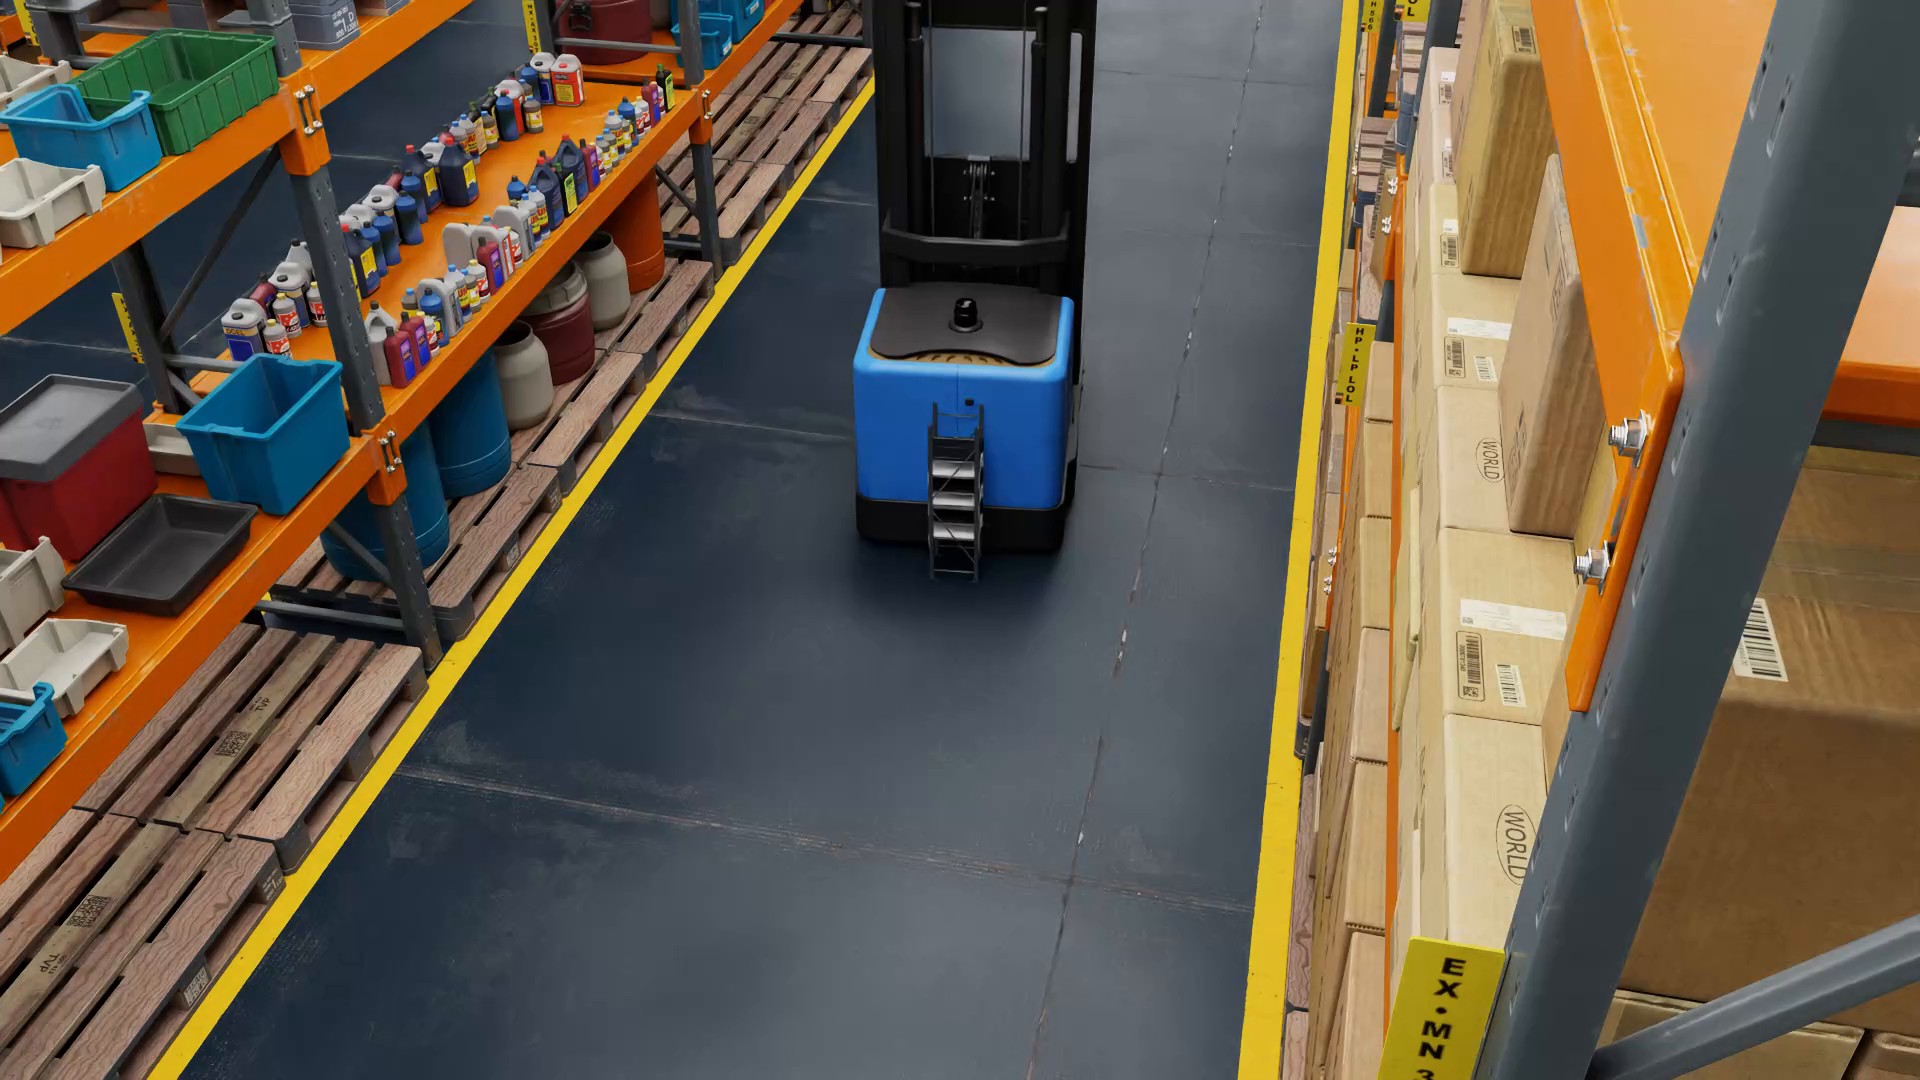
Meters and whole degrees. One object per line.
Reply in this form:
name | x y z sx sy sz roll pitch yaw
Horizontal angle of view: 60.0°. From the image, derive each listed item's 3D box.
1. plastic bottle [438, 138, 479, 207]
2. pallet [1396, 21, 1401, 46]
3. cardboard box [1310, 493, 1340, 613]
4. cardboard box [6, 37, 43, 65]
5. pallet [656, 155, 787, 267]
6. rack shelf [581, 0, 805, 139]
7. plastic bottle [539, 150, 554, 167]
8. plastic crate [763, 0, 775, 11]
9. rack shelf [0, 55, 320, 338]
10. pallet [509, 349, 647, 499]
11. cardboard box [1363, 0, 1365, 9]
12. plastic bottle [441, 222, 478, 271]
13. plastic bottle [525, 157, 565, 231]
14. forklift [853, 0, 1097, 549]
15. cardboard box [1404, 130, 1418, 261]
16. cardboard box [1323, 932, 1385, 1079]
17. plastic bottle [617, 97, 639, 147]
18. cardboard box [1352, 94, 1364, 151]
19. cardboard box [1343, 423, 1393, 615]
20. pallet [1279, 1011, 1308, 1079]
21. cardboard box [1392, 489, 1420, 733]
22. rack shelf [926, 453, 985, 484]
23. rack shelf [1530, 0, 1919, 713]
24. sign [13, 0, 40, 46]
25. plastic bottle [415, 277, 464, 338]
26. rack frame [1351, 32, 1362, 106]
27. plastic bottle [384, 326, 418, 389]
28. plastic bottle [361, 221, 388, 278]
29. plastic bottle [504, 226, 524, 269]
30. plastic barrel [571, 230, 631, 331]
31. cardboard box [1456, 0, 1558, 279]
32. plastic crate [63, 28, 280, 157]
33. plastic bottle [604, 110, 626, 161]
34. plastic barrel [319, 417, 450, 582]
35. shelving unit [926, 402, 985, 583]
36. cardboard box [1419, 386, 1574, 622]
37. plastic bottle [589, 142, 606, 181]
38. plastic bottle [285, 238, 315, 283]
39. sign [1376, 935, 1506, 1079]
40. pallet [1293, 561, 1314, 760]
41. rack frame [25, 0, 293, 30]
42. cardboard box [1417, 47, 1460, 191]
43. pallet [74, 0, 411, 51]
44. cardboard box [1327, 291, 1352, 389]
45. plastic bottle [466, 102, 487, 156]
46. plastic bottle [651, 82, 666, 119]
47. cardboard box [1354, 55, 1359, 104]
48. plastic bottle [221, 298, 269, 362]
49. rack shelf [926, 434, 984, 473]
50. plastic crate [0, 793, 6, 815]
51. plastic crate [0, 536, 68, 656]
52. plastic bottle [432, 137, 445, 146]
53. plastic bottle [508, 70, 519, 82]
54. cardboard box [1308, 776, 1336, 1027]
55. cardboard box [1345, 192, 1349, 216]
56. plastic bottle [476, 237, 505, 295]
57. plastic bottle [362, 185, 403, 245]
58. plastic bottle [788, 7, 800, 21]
plastic bottle | -2.623 -1.935 8.677 0.144 0.351 0.185 7 37 10
pallet | 2.352 -2.173 6.567 1.213 0.211 1.003 7 37 10
cardboard box | 1.865 0.158 7.501 0.500 0.500 0.500 7 37 10
cardboard box | -6.783 -3.469 11.867 0.500 0.250 0.500 9 37 12
pallet | -1.855 -2.301 11.515 1.003 0.211 1.213 7 37 10
rack shelf | -1.631 -3.846 11.884 1.077 0.370 4.000 7 37 10
plastic bottle | -2.152 -1.915 8.706 0.061 0.283 0.133 7 37 10
plastic crate | -1.414 -3.905 11.297 0.402 0.464 0.583 7 37 10
rack shelf | -3.340 -0.474 4.676 1.077 0.370 4.000 7 37 10
pallet | -2.449 -0.707 9.316 1.003 0.211 1.213 7 37 10
cardboard box | 3.729 -4.585 14.276 0.500 0.250 0.500 7 37 10
plastic bottle | -2.393 -1.415 8.022 0.152 0.276 0.135 7 37 10
plastic bottle | -2.115 -1.762 8.437 0.144 0.351 0.185 7 37 10
forklift | 0.144 -1.991 8.769 1.130 2.935 3.031 4 36 5
cardboard box | 1.580 -0.981 4.889 0.500 0.250 0.500 7 37 10
cardboard box | 1.005 1.194 3.380 0.500 0.500 0.500 8 37 11
plastic bottle | -1.861 -2.346 9.310 0.097 0.271 0.097 0 36 0
cardboard box | 2.976 -2.858 11.414 0.500 0.311 0.500 8 37 11
cardboard box | 1.440 0.011 5.012 0.500 0.500 0.500 6 36 9
pallet | 1.519 2.150 5.375 1.003 0.211 1.213 7 37 10
cardboard box | 1.135 0.163 3.310 0.500 0.250 0.500 7 37 10
rack shelf | -0.020 -0.339 7.972 0.258 0.077 0.200 4 36 5
rack shelf | 1.498 -1.065 2.937 1.077 0.370 4.000 7 37 10
sign | -3.450 -1.986 6.141 0.100 0.325 0.005 7 37 10
plastic bottle | -2.364 -1.075 7.553 0.152 0.276 0.135 7 37 10
rack frame | 3.634 -4.661 12.395 1.000 3.000 0.127 7 37 10
plastic bottle | -2.418 -0.807 7.177 0.061 0.283 0.133 7 37 10
plastic bottle | -2.833 -1.406 8.013 0.097 0.271 0.097 0 36 0
plastic bottle | -2.192 -1.429 8.105 0.097 0.201 0.097 0 36 0
plastic barrel | -2.180 -1.536 9.846 0.421 0.512 0.421 0 36 0
cardboard box | 1.513 -0.895 3.705 0.700 0.500 0.500 7 37 10
plastic crate | -2.708 -1.546 5.721 0.450 0.188 0.662 7 37 10
plastic bottle | -1.903 -2.234 9.156 0.097 0.271 0.097 0 36 0
plastic barrel | -2.780 -0.328 7.847 0.600 0.901 0.708 7 37 10
shelving unit | -0.020 -0.221 8.058 0.258 0.900 0.210 4 36 5
cardboard box | 1.149 -0.037 3.161 0.500 0.250 0.500 7 37 10
plastic bottle | -1.965 -2.038 8.946 0.097 0.201 0.097 0 36 0
plastic bottle | -3.036 -1.246 7.725 0.144 0.351 0.185 7 37 10
sign | 0.533 0.564 1.875 0.100 0.325 0.005 7 37 10
pallet | 2.062 0.583 7.536 1.003 0.211 1.213 7 37 10
rack frame | -2.913 -3.127 5.166 1.000 3.000 0.127 7 37 10
cardboard box | 1.579 -1.183 4.743 0.500 0.250 0.500 7 37 10
pallet | -2.841 -2.298 6.739 1.213 0.211 1.003 7 37 10
cardboard box | 2.297 -1.008 9.110 0.500 0.500 0.500 6 36 8
plastic bottle | -2.688 -2.268 9.192 0.061 0.283 0.133 7 37 10
plastic bottle | -1.770 -2.561 9.667 0.097 0.201 0.097 0 36 0
cardboard box | 3.306 -3.518 12.803 0.500 0.250 0.500 6 36 9
plastic bottle | -3.144 -0.914 7.331 0.152 0.276 0.135 7 37 10
rack shelf | -0.020 -0.412 7.919 0.258 0.077 0.200 4 36 5
plastic crate | -3.112 0.784 4.974 0.416 0.233 0.300 7 37 10
plastic crate | -3.419 0.178 5.768 0.437 0.282 0.530 7 37 10
plastic bottle | -2.765 -2.006 8.842 0.097 0.271 0.097 0 36 0
plastic bottle | -2.581 -2.553 9.587 0.061 0.283 0.133 7 37 10
cardboard box | 1.228 1.015 4.478 0.500 0.500 0.500 7 36 9
cardboard box | 2.871 -2.341 11.179 0.500 0.250 0.500 8 37 11
plastic bottle | -2.228 -1.316 7.880 0.061 0.283 0.133 7 37 10
plastic bottle | -2.880 -1.623 8.309 0.152 0.276 0.135 7 37 10
plastic bottle | -1.431 -4.576 14.288 0.097 0.201 0.097 0 36 0
